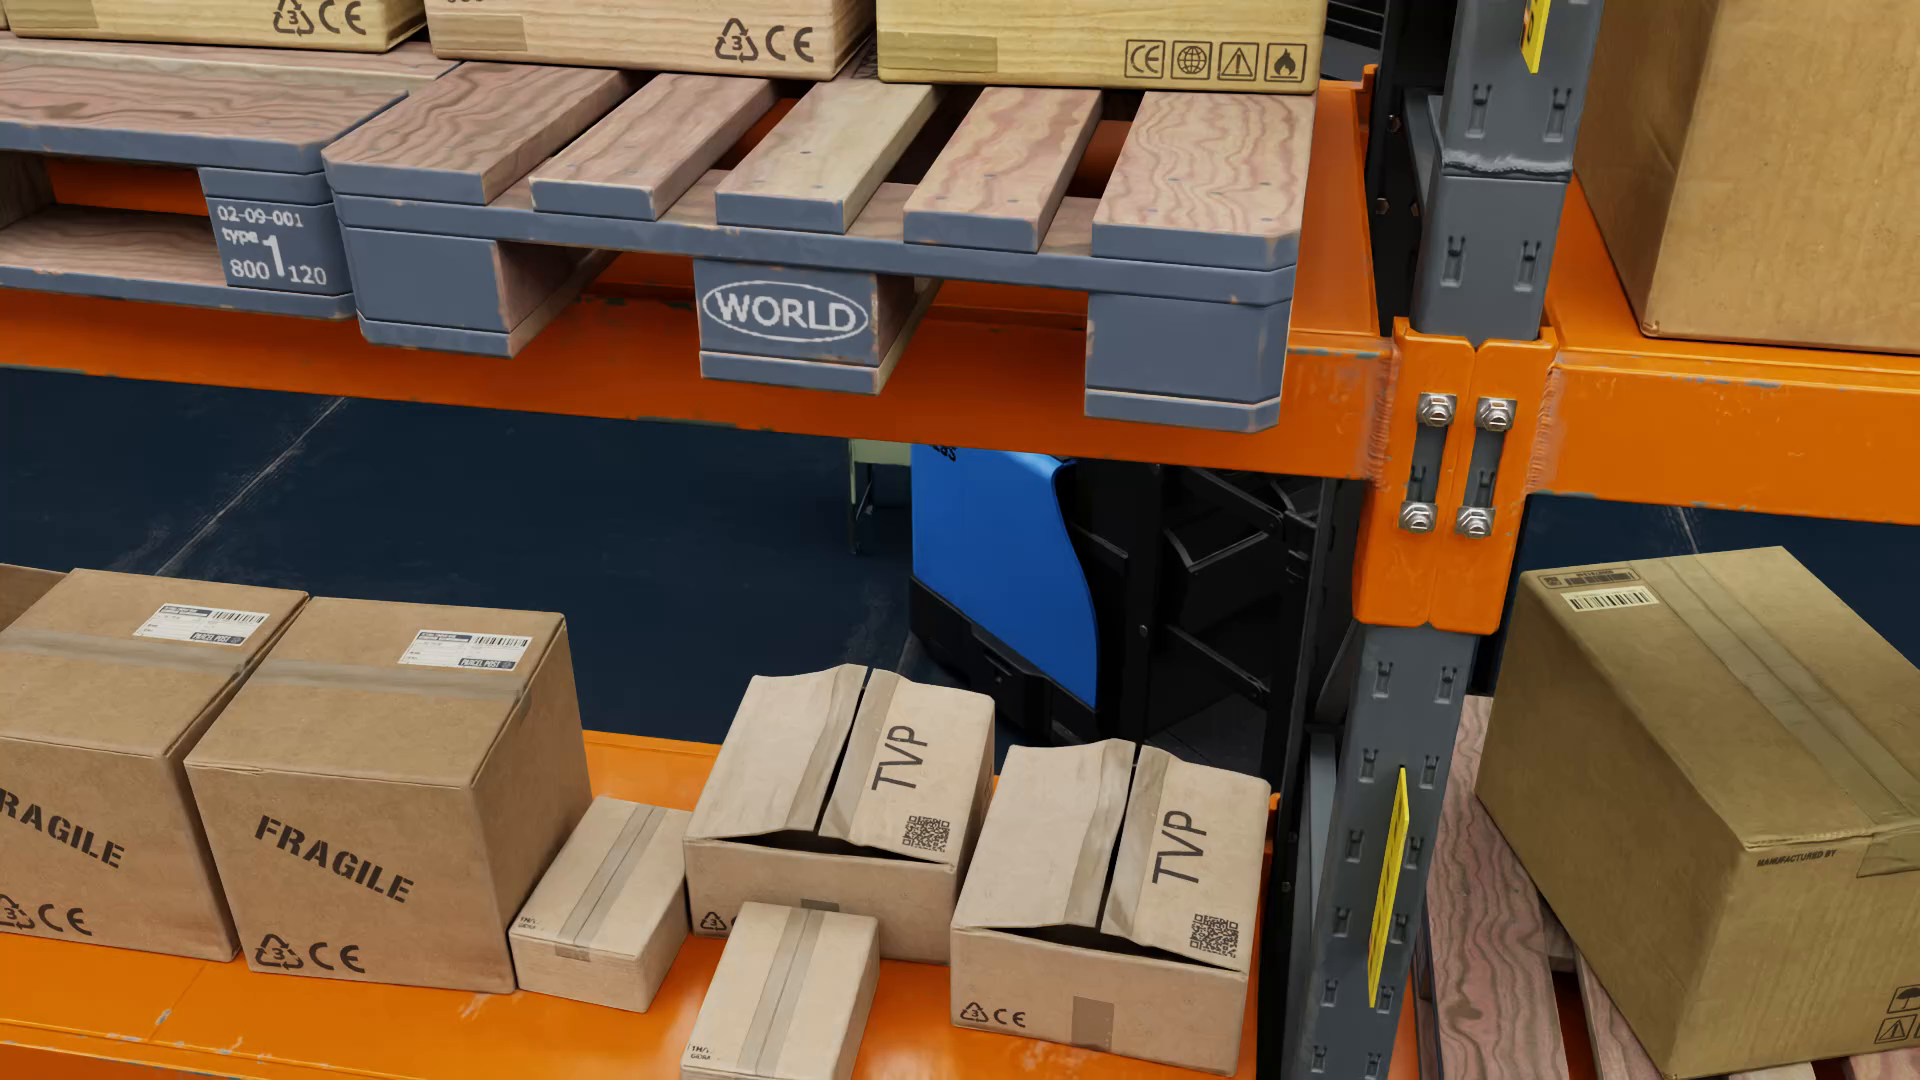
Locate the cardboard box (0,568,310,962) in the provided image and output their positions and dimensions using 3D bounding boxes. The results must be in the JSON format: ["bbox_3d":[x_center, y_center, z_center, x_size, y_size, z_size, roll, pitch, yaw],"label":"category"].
[{"bbox_3d":[-1.542,0.416,3.164,0.500,0.500,0.500,5,32,8],"label":"cardboard box"}]

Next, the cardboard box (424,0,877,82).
[{"bbox_3d":[-0.343,-0.788,2.100,0.500,0.250,0.500,6,33,10],"label":"cardboard box"}]

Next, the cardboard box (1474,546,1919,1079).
[{"bbox_3d":[1.274,0.423,2.757,0.500,0.500,0.700,-5,32,-8],"label":"cardboard box"}]

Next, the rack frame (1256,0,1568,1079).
[{"bbox_3d":[0.634,0.646,2.890,0.127,3.000,1.000,5,32,8],"label":"rack frame"}]

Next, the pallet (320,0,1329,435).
[{"bbox_3d":[-0.050,-0.559,2.166,1.003,0.211,1.213,7,33,10],"label":"pallet"}]

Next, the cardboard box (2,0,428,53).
[{"bbox_3d":[-0.905,-0.845,2.191,0.500,0.250,0.500,5,32,7],"label":"cardboard box"}]

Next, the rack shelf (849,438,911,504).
[{"bbox_3d":[-0.038,-0.377,6.553,0.720,0.370,0.431,5,32,7],"label":"rack shelf"}]

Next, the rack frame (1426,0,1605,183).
[{"bbox_3d":[0.634,-1.897,1.298,0.127,3.000,1.000,5,32,8],"label":"rack frame"}]

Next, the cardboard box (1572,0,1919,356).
[{"bbox_3d":[1.070,-0.646,2.034,0.500,0.500,0.910,5,32,8],"label":"cardboard box"}]

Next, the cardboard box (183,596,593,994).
[{"bbox_3d":[-1.023,0.463,3.089,0.500,0.500,0.500,3,32,6],"label":"cardboard box"}]

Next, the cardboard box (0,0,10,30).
[{"bbox_3d":[-1.435,-0.894,2.269,0.500,0.250,0.500,3,32,4],"label":"cardboard box"}]

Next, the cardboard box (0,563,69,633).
[{"bbox_3d":[-2.035,0.371,3.236,0.500,0.500,0.500,7,33,12],"label":"cardboard box"}]

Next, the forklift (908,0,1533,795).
[{"bbox_3d":[1.112,-0.414,4.649,1.130,2.935,3.031,-22,38,-31],"label":"forklift"}]

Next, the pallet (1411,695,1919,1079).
[{"bbox_3d":[1.314,0.752,2.903,1.003,0.211,1.213,5,32,8],"label":"pallet"}]

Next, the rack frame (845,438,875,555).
[{"bbox_3d":[-0.400,-0.683,6.427,0.023,1.500,0.400,5,32,7],"label":"rack frame"}]

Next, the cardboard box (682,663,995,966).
[{"bbox_3d":[-0.215,0.503,3.203,0.500,0.311,0.500,5,32,8],"label":"cardboard box"}]

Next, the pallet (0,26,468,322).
[{"bbox_3d":[-1.153,-0.657,2.323,1.213,0.211,1.003,7,33,10],"label":"pallet"}]

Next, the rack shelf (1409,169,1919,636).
[{"bbox_3d":[2.605,-0.142,2.000,4.000,0.370,1.077,5,32,8],"label":"rack shelf"}]

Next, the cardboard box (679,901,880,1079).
[{"bbox_3d":[-0.299,0.817,2.854,0.250,0.149,0.380,5,32,8],"label":"cardboard box"}]

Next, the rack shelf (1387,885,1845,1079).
[{"bbox_3d":[2.605,1.130,2.796,4.000,0.370,1.077,5,32,8],"label":"rack shelf"}]

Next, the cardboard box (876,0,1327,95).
[{"bbox_3d":[0.177,-0.751,2.040,0.500,0.250,0.500,3,32,5],"label":"cardboard box"}]

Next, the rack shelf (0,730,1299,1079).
[{"bbox_3d":[-1.338,0.773,3.366,4.000,0.370,1.077,5,32,8],"label":"rack shelf"}]

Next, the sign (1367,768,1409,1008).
[{"bbox_3d":[0.544,0.446,2.119,0.005,0.325,0.100,5,32,8],"label":"sign"}]

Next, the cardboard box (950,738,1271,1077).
[{"bbox_3d":[0.283,0.629,3.002,0.500,0.311,0.500,7,33,11],"label":"cardboard box"}]

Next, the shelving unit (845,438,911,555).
[{"bbox_3d":[-0.038,-0.653,6.380,0.755,1.500,0.431,5,32,7],"label":"shelving unit"}]

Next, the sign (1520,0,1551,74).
[{"bbox_3d":[0.533,-0.588,1.474,0.005,0.325,0.100,5,32,8],"label":"sign"}]

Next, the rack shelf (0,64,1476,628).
[{"bbox_3d":[-1.338,-0.499,2.570,4.000,0.370,1.077,5,32,8],"label":"rack shelf"}]

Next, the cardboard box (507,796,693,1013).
[{"bbox_3d":[-0.633,0.669,3.092,0.250,0.149,0.380,8,33,12],"label":"cardboard box"}]
